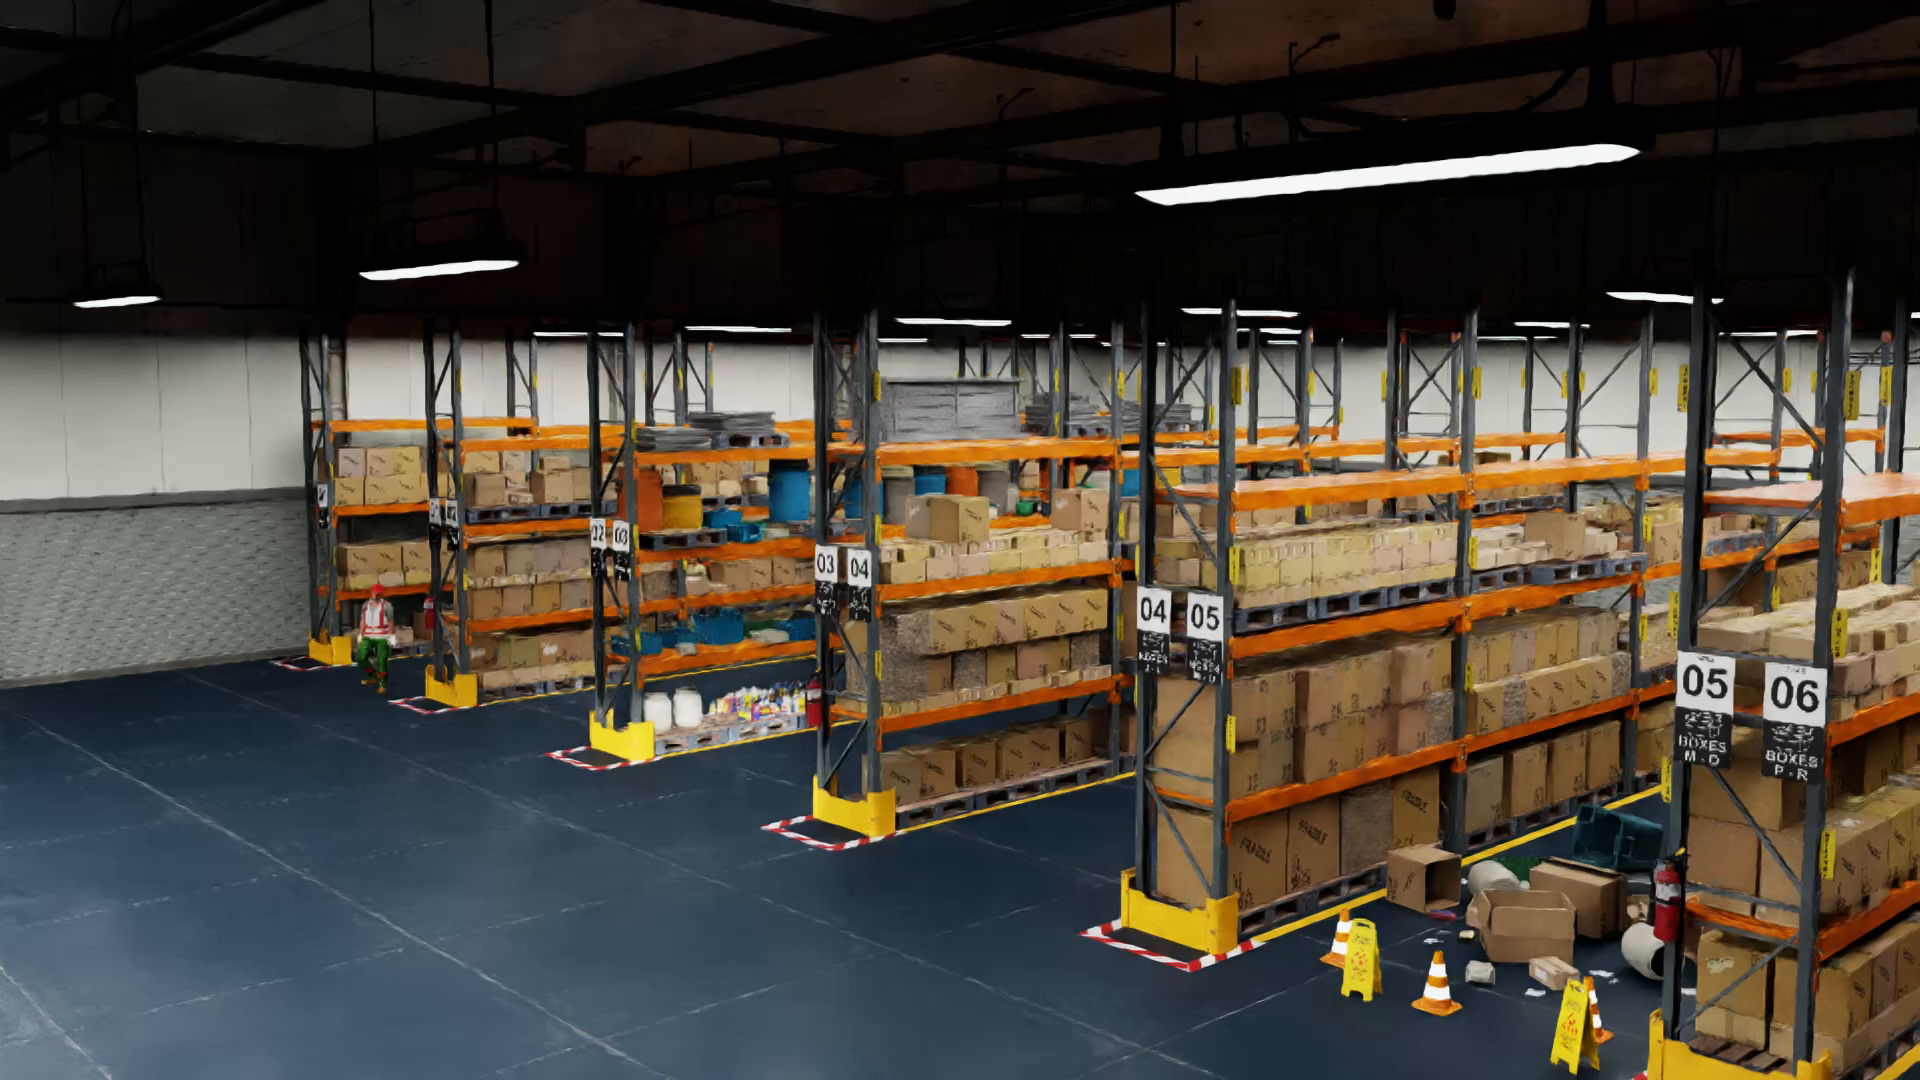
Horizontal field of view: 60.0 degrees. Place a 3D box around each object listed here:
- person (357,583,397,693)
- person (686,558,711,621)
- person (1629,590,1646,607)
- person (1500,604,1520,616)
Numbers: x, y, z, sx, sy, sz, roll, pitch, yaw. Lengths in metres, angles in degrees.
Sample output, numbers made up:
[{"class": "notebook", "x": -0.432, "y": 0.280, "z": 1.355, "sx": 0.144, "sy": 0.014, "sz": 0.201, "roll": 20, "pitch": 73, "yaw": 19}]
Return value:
[{"class": "person", "x": -9.437, "y": 1.565, "z": 26.840, "sx": 0.676, "sy": 1.781, "sz": 0.493, "roll": 1, "pitch": 6, "yaw": 7}, {"class": "person", "x": -5.274, "y": 1.007, "z": 33.133, "sx": 0.445, "sy": 1.605, "sz": 1.017, "roll": 5, "pitch": 7, "yaw": 38}, {"class": "person", "x": 12.246, "y": 1.365, "z": 29.854, "sx": 0.552, "sy": 1.581, "sz": 0.463, "roll": 2, "pitch": 6, "yaw": 15}, {"class": "person", "x": 8.602, "y": 1.699, "z": 25.851, "sx": 1.039, "sy": 1.711, "sz": 0.557, "roll": -6, "pitch": 8, "yaw": -44}]
